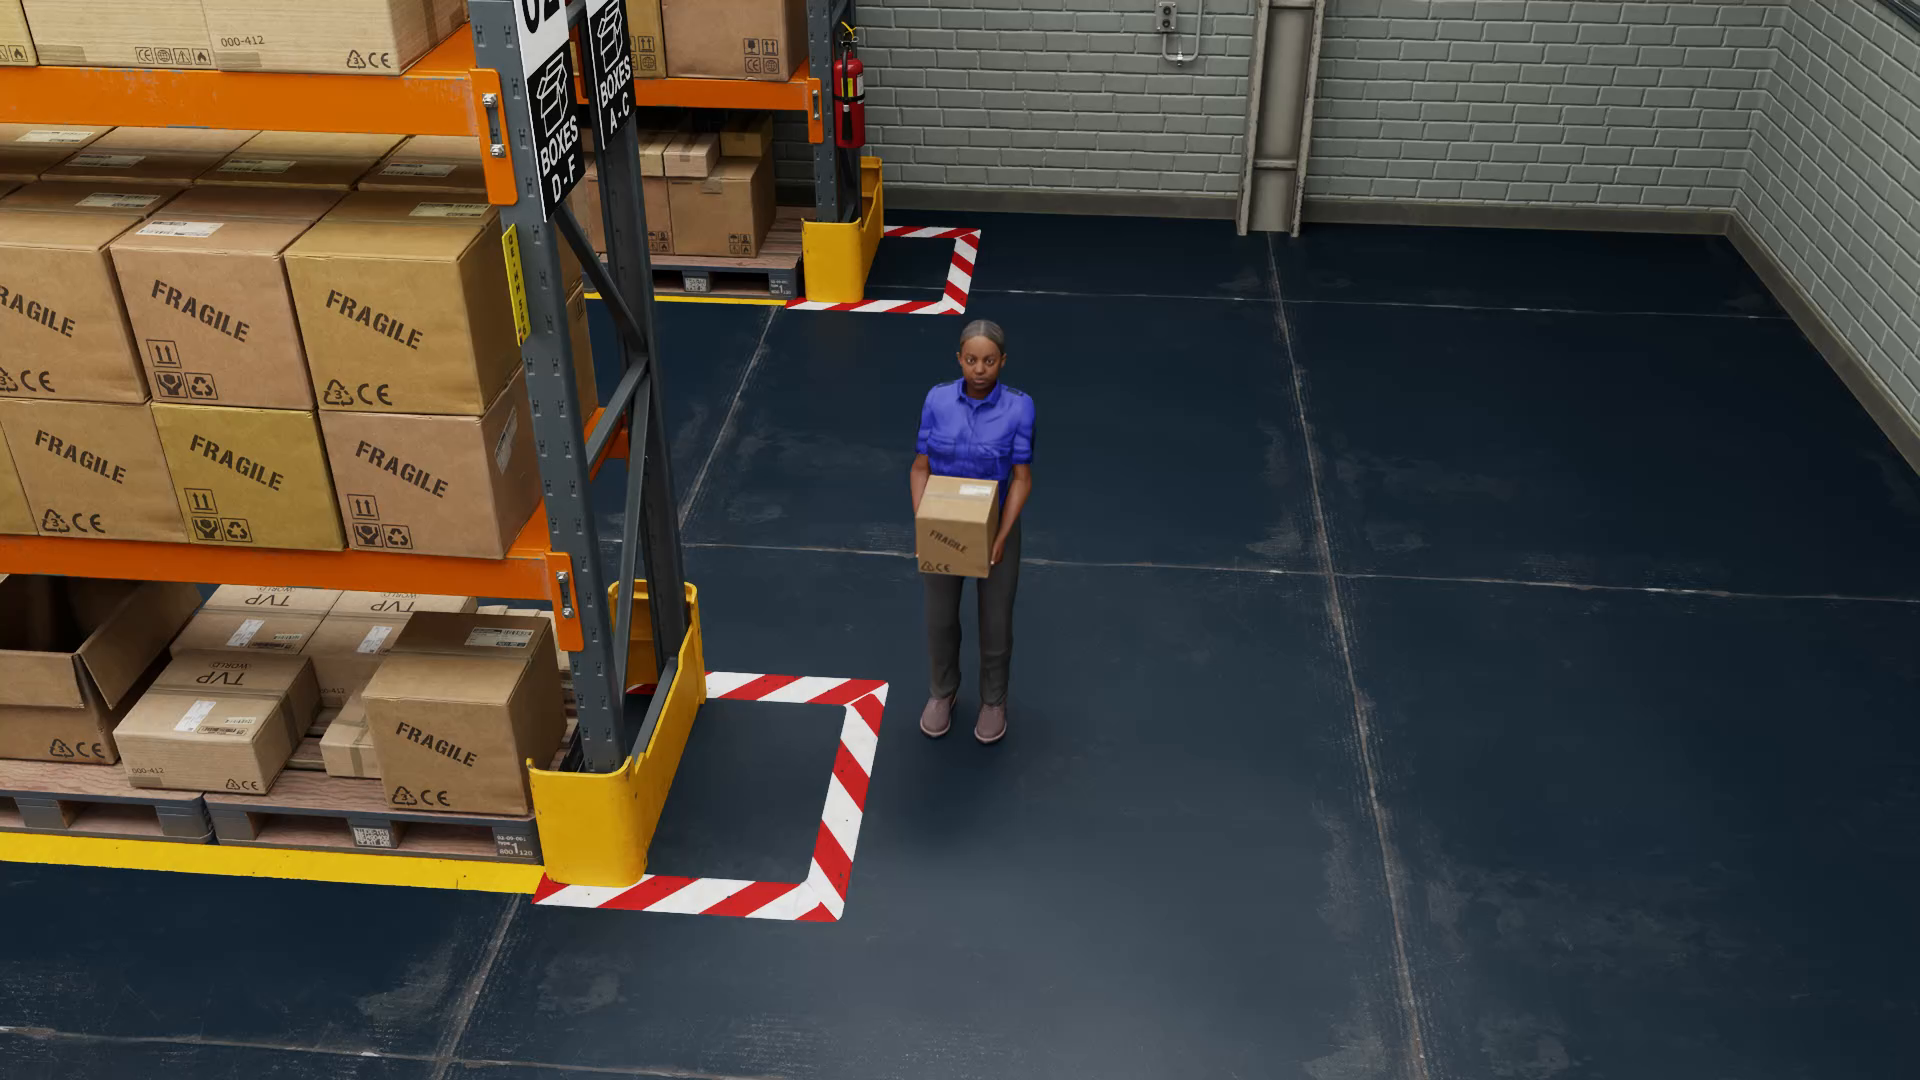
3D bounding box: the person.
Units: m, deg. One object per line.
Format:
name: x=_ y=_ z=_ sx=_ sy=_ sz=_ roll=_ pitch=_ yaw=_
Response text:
person: x=0.032 y=0.008 z=6.137 sx=0.449 sy=1.645 sz=0.520 roll=6 pitch=33 yaw=9
